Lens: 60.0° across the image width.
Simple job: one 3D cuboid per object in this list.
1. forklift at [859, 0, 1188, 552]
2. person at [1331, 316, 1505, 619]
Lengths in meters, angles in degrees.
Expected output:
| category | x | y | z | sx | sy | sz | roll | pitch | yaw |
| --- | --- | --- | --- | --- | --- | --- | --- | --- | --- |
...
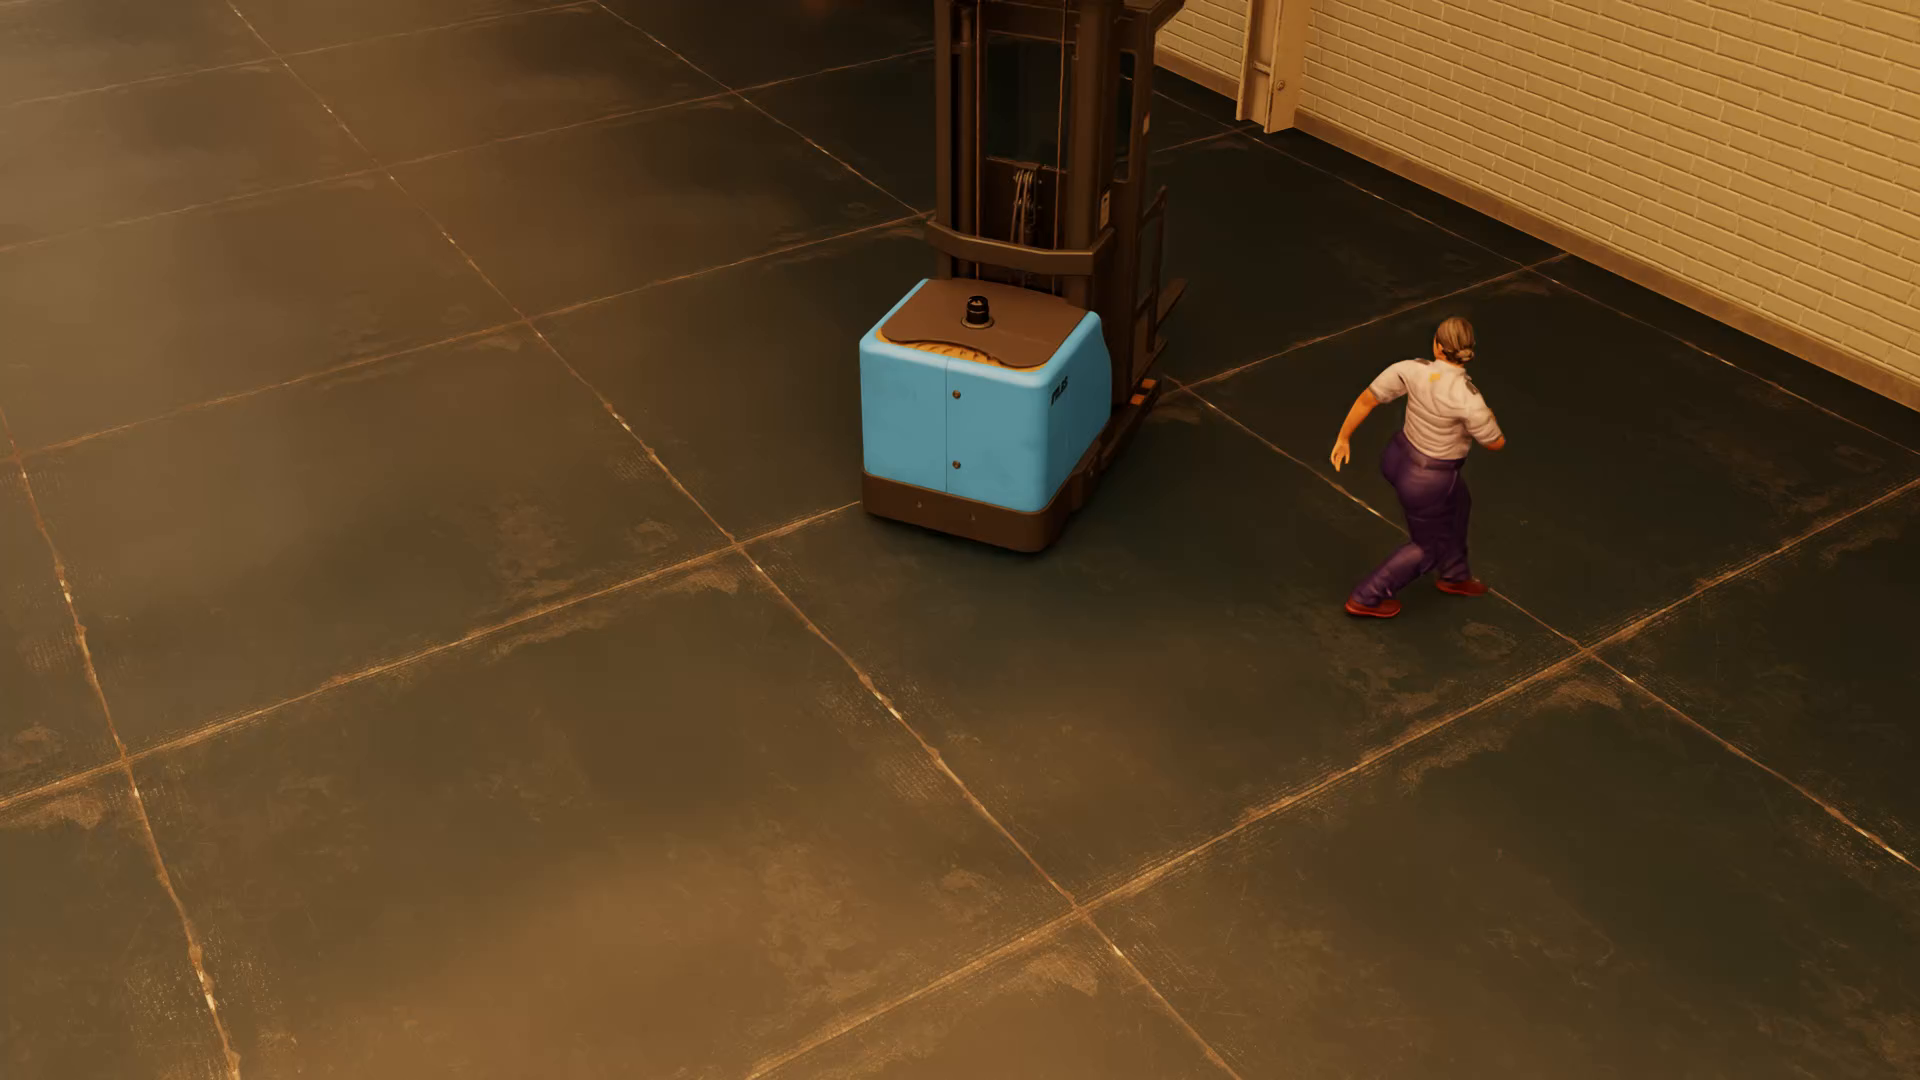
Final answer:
| category | x | y | z | sx | sy | sz | roll | pitch | yaw |
| --- | --- | --- | --- | --- | --- | --- | --- | --- | --- |
| forklift | 0.541 | -1.974 | 8.957 | 1.130 | 2.935 | 3.031 | 14 | 38 | 19 |
| person | 2.227 | -0.311 | 7.815 | 0.891 | 1.592 | 0.505 | -9 | 36 | -13 |
